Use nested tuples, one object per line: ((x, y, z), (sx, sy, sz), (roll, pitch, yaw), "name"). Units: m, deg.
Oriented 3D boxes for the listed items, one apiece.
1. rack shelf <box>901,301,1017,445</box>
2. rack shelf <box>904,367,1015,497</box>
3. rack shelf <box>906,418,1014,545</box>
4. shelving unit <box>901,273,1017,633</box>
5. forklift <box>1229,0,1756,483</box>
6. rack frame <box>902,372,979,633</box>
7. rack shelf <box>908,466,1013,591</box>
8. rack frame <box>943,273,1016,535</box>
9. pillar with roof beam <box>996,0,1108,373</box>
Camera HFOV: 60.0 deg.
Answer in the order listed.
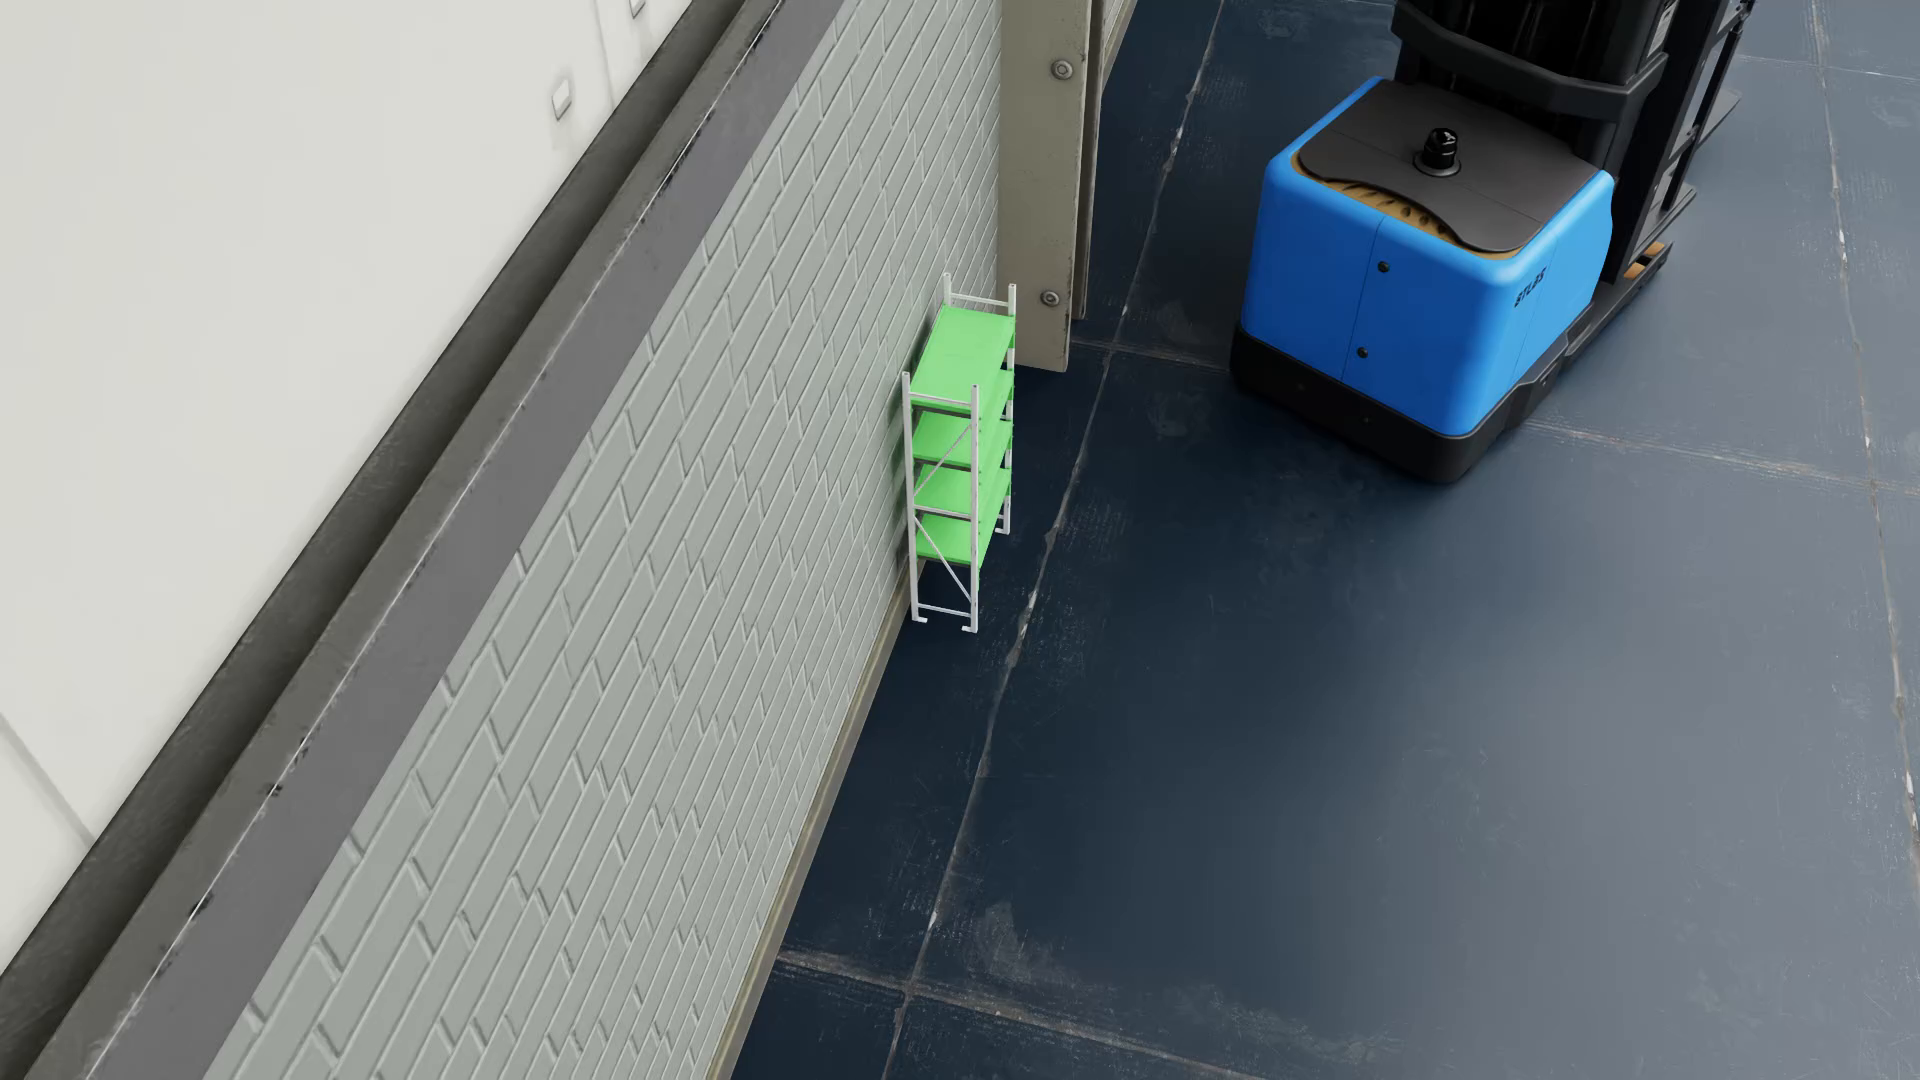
((0.002, -0.545, 5.374), (0.258, 0.148, 0.480), (11, 49, 10), "rack shelf")
((0.003, -0.386, 5.554), (0.258, 0.148, 0.480), (11, 49, 10), "rack shelf")
((0.004, -0.226, 5.734), (0.258, 0.148, 0.480), (11, 49, 10), "rack shelf")
((0.004, -0.269, 5.686), (0.258, 1.200, 0.503), (11, 49, 10), "shelving unit")
((2.434, -2.225, 6.259), (1.130, 2.935, 3.031), (33, 56, 25), "forklift")
((-0.058, -0.092, 5.530), (0.240, 1.200, 0.015), (11, 49, 10), "rack frame")
((0.005, -0.067, 5.914), (0.258, 0.148, 0.480), (11, 49, 10), "rack shelf")
((0.066, -0.446, 5.842), (0.240, 1.200, 0.015), (11, 49, 10), "rack frame")
((4.489, -2.992, 2.889), (9.100, 9.000, 0.400), (12, 50, 10), "pillar with roof beam")
